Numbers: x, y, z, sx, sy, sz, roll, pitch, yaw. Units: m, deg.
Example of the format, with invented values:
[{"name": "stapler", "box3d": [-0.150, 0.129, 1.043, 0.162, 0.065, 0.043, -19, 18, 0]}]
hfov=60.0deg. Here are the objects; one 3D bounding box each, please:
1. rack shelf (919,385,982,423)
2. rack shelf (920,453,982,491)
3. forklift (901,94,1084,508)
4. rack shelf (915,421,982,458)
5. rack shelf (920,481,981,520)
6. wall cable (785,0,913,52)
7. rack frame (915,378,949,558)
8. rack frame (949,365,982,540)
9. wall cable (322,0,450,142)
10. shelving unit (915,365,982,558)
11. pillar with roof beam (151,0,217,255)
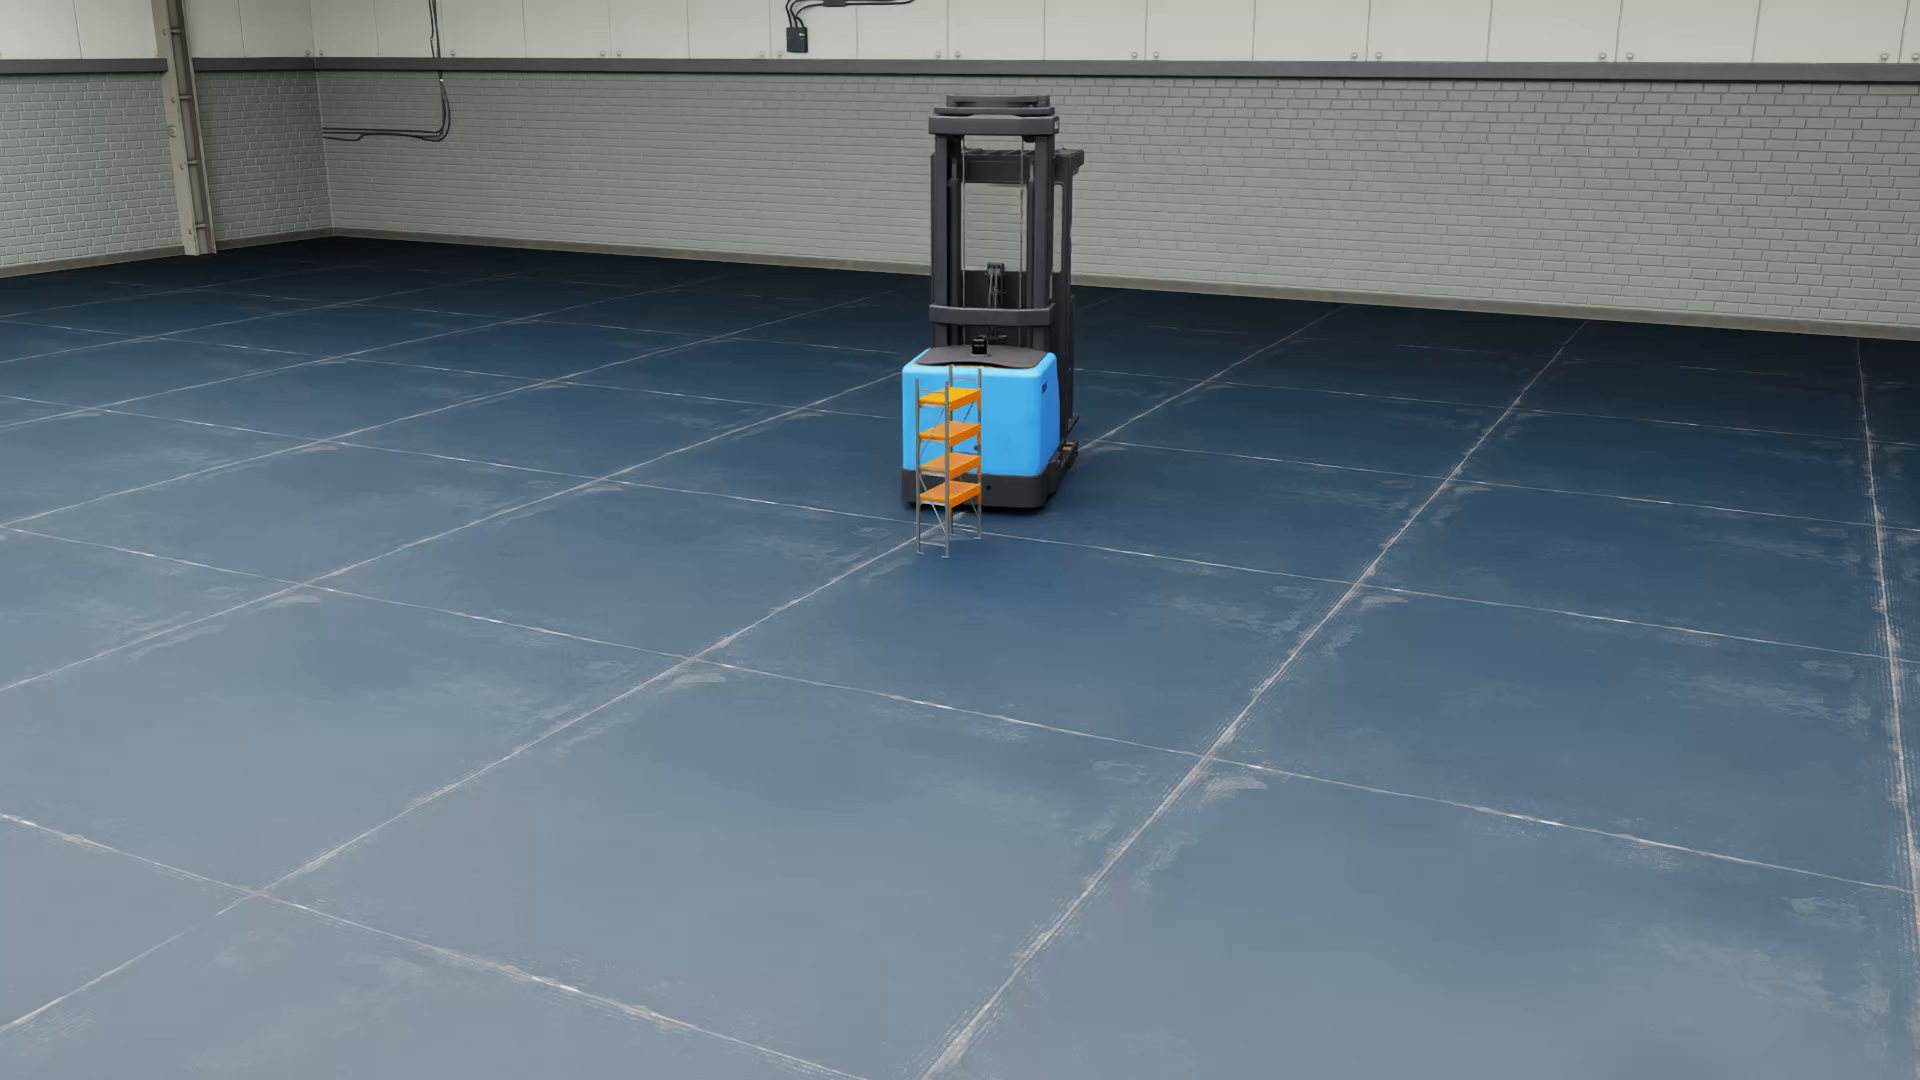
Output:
[{"name": "rack shelf", "box3d": [-0.074, -0.910, 11.100, 0.258, 0.148, 0.480, 8, 18, 25]}, {"name": "rack shelf", "box3d": [-0.074, -0.469, 11.231, 0.258, 0.148, 0.480, 8, 18, 25]}, {"name": "forklift", "box3d": [0.365, -2.012, 13.152, 1.130, 2.935, 3.031, 3, 17, 11]}, {"name": "rack shelf", "box3d": [-0.074, -0.683, 11.167, 0.258, 0.148, 0.480, 8, 18, 25]}, {"name": "rack shelf", "box3d": [-0.074, -0.278, 11.287, 0.258, 0.148, 0.480, 8, 18, 25]}, {"name": "wall cable", "box3d": [-1.543, -10.038, 23.542, 2.305, 6.003, 0.169, 8, 18, 25]}, {"name": "rack frame", "box3d": [-0.183, -0.471, 11.002, 0.240, 1.200, 0.015, 8, 18, 25]}, {"name": "rack frame", "box3d": [0.035, -0.595, 11.421, 0.240, 1.200, 0.015, 8, 18, 25]}, {"name": "wall cable", "box3d": [-10.029, -8.131, 28.549, 3.097, 2.526, 0.112, 8, 18, 25]}, {"name": "shelving unit", "box3d": [-0.074, -0.533, 11.212, 0.258, 1.200, 0.503, 8, 18, 25]}, {"name": "pillar with roof beam", "box3d": [-8.677, -8.490, 24.303, 9.100, 9.000, 0.400, 8, 18, 25]}]
